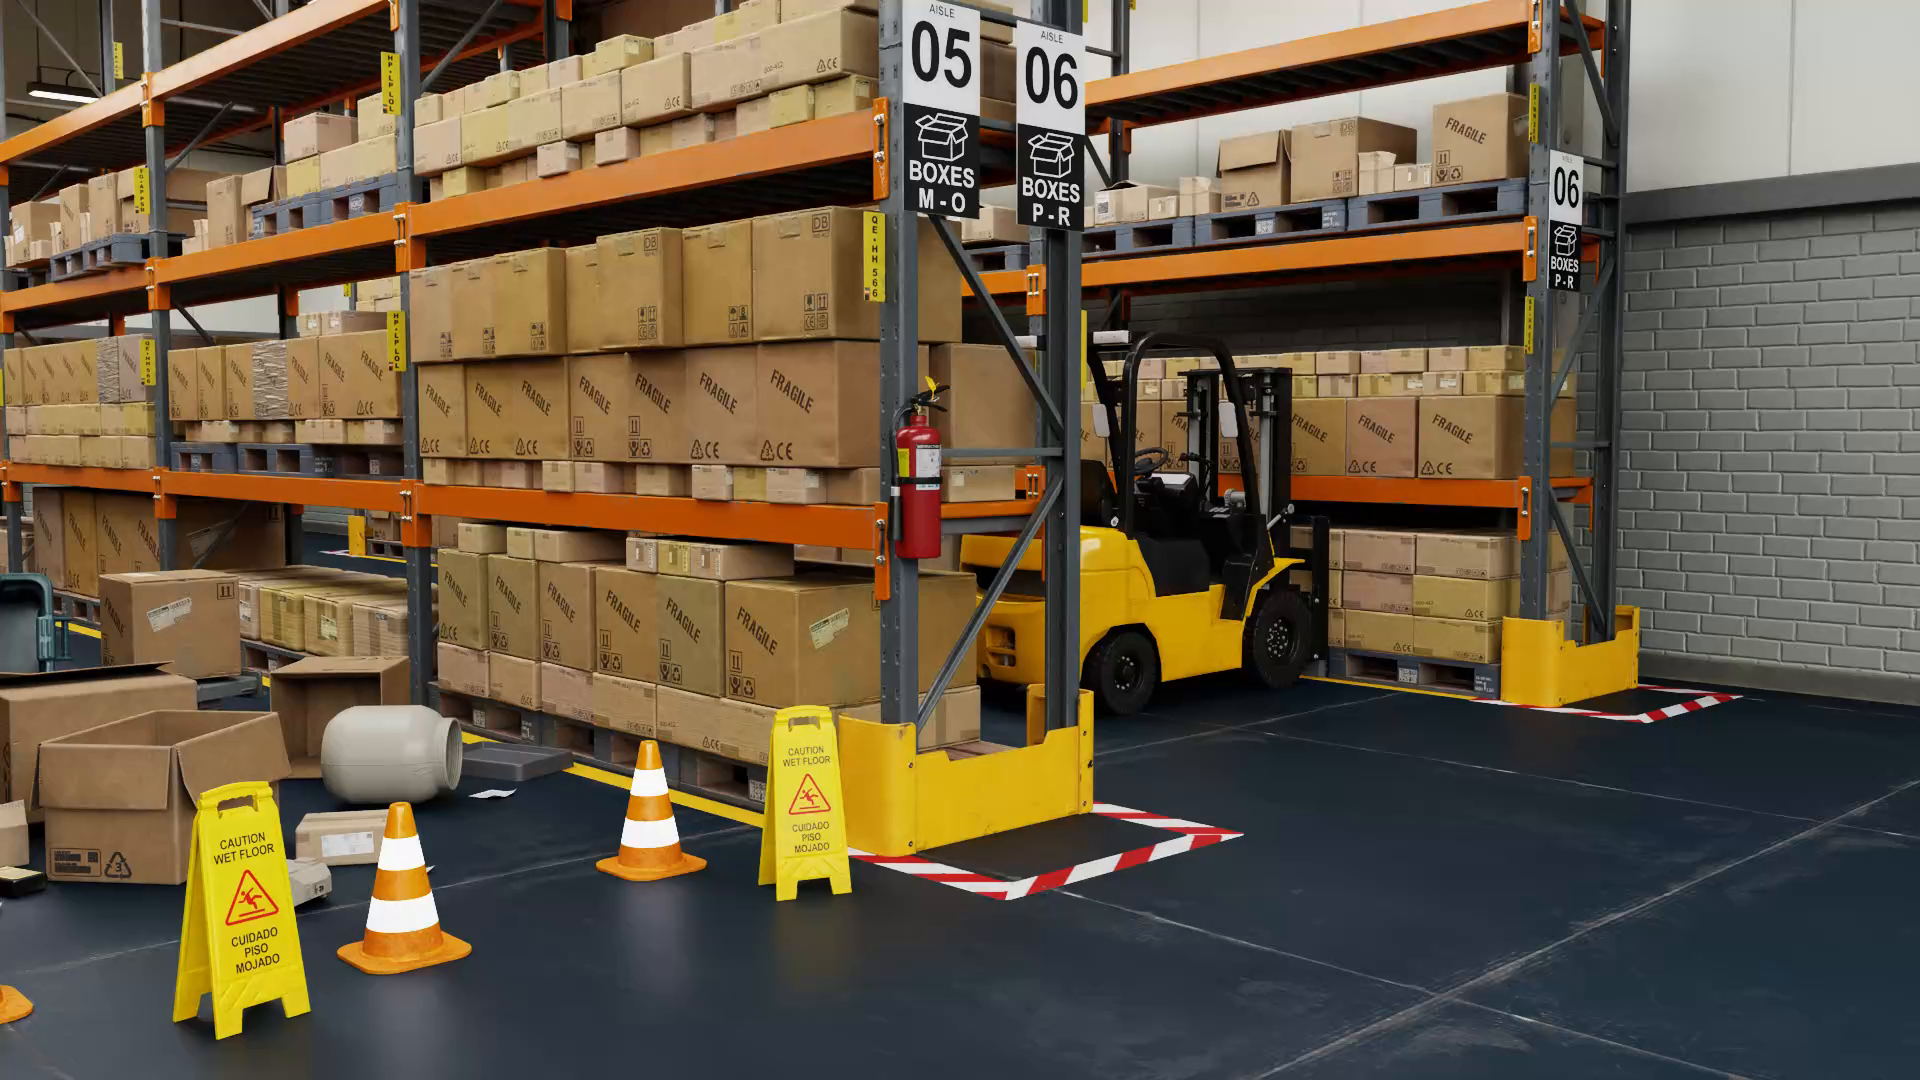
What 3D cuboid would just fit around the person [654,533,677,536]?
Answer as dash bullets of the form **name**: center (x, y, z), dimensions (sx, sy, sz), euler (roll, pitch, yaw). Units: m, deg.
- **person**: center (-2.204, -0.207, 13.424), dimensions (0.635, 1.762, 0.624), euler (3, 5, 39)
